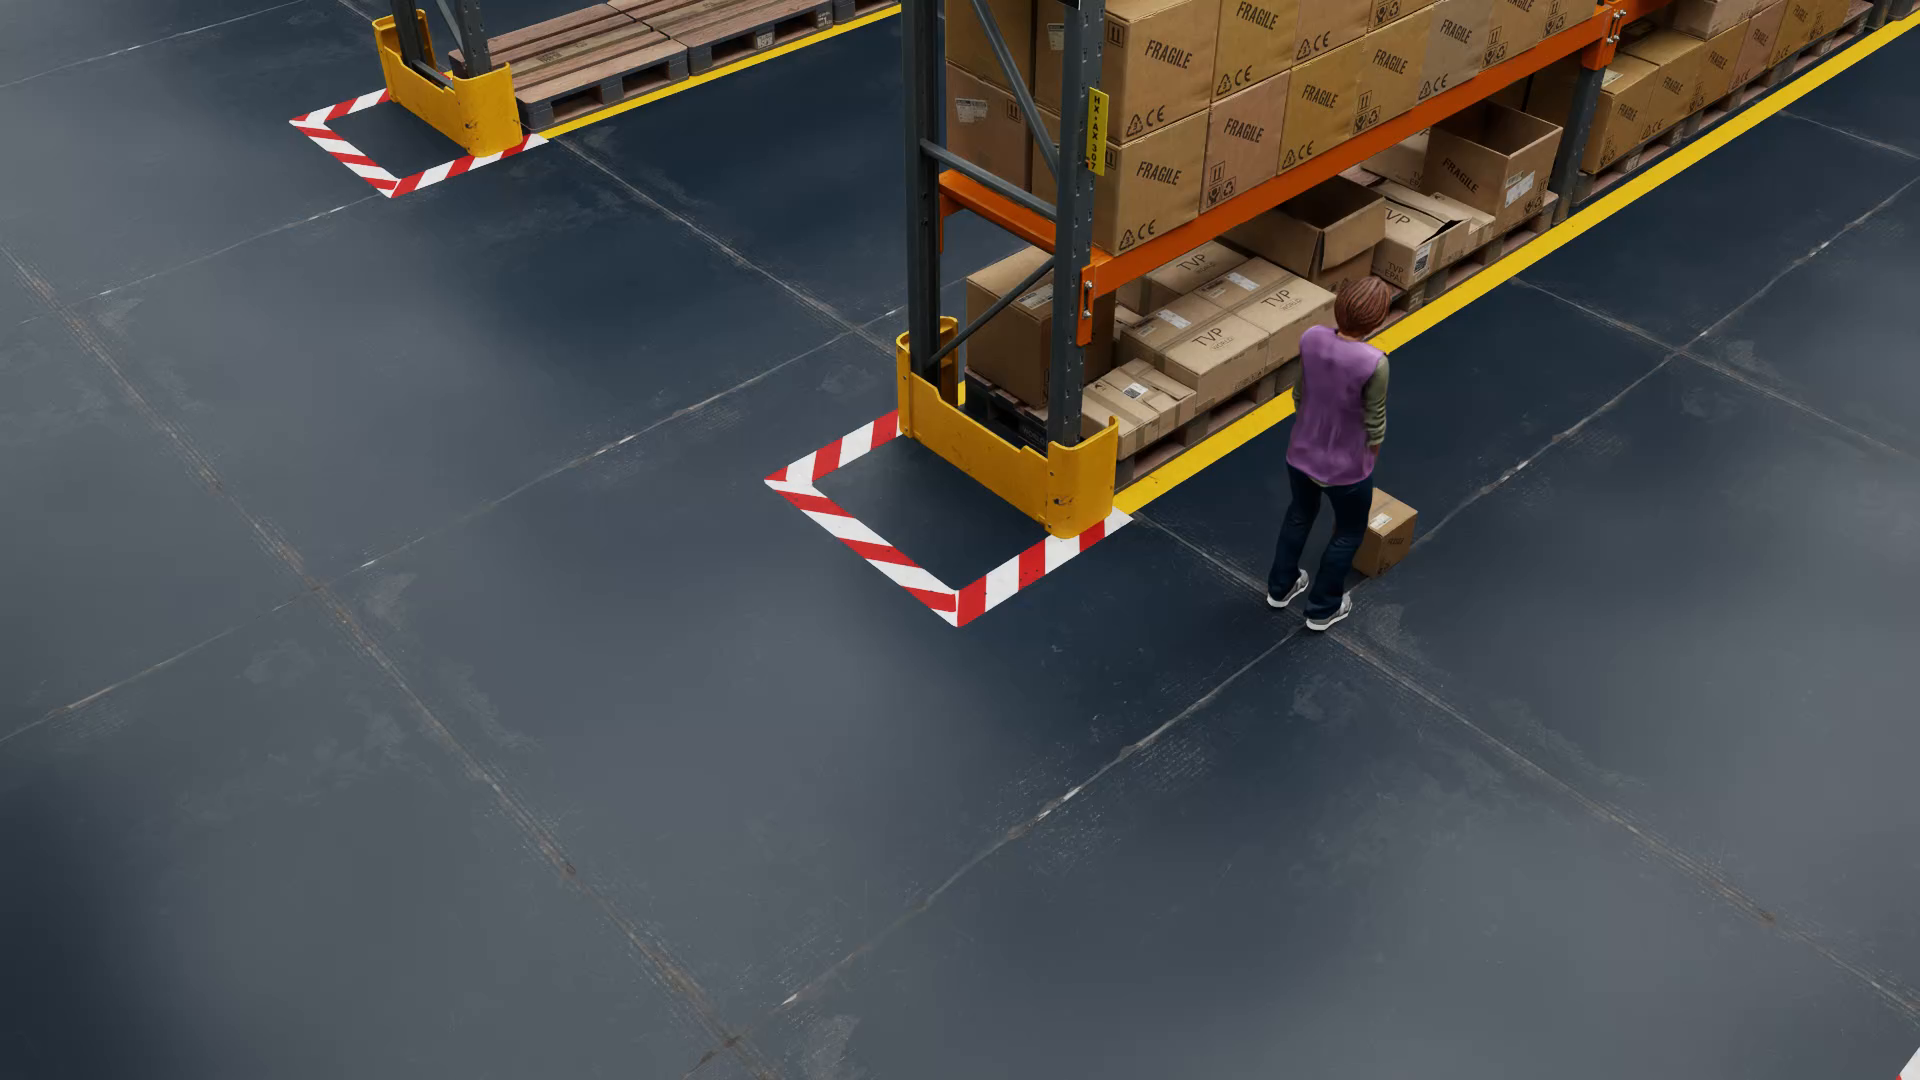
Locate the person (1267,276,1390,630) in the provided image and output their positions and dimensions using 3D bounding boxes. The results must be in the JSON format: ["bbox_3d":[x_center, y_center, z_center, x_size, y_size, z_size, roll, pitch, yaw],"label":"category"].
[{"bbox_3d":[1.455,-0.322,6.582,0.354,1.556,0.420,-33,50,-33],"label":"person"}]
